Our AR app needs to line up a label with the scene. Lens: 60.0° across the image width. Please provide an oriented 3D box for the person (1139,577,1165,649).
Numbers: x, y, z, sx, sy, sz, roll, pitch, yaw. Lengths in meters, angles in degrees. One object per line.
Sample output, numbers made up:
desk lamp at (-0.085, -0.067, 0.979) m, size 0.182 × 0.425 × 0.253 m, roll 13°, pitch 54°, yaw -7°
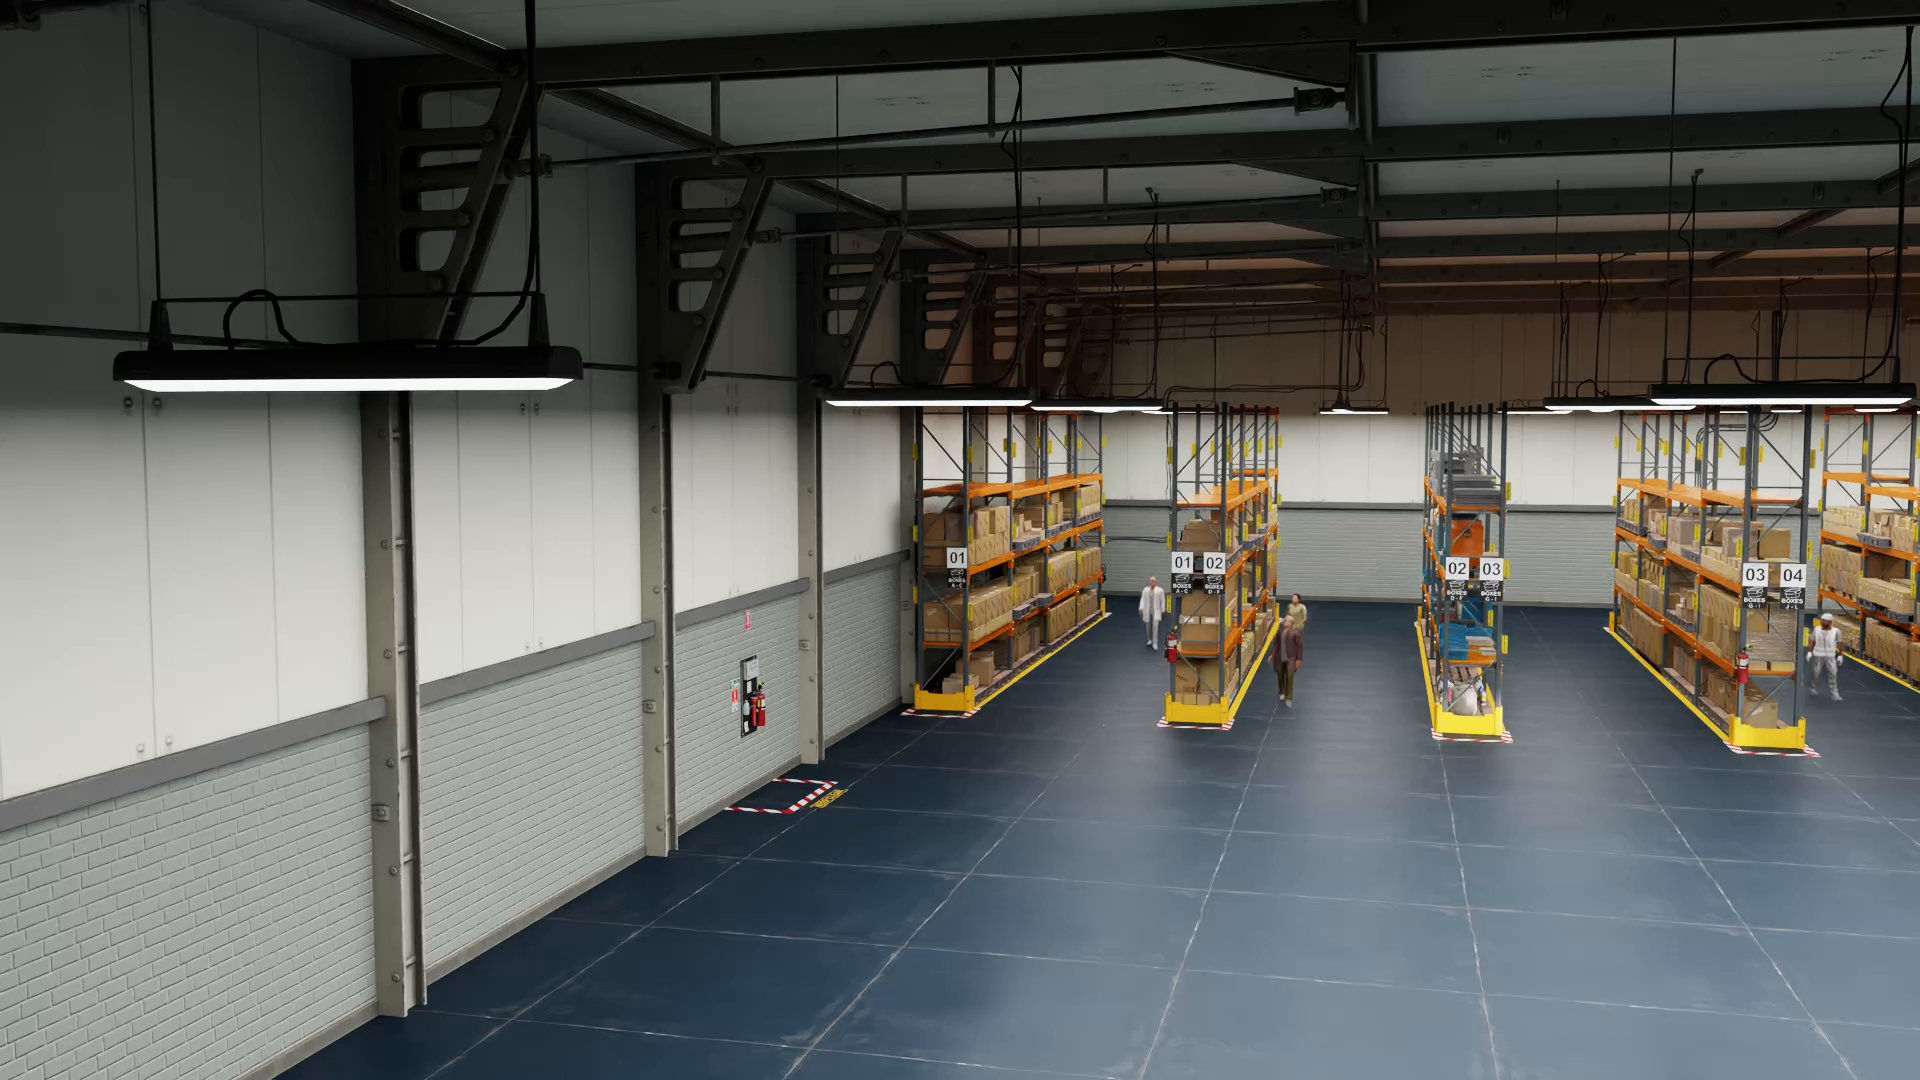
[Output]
person at (4.766, 1.786, 41.291) m, size 0.641 × 1.727 × 1.048 m, roll 1°, pitch 4°, yaw 12°

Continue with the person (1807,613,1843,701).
person at (17.524, 2.352, 33.665) m, size 0.697 × 1.738 × 1.009 m, roll 1°, pitch 4°, yaw 7°

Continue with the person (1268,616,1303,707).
person at (6.491, 2.391, 33.196) m, size 0.685 × 1.749 × 1.007 m, roll 1°, pitch 4°, yaw 15°

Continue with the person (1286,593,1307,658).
person at (7.835, 2.057, 38.749) m, size 0.480 × 1.652 × 0.972 m, roll 1°, pitch 4°, yaw 14°
